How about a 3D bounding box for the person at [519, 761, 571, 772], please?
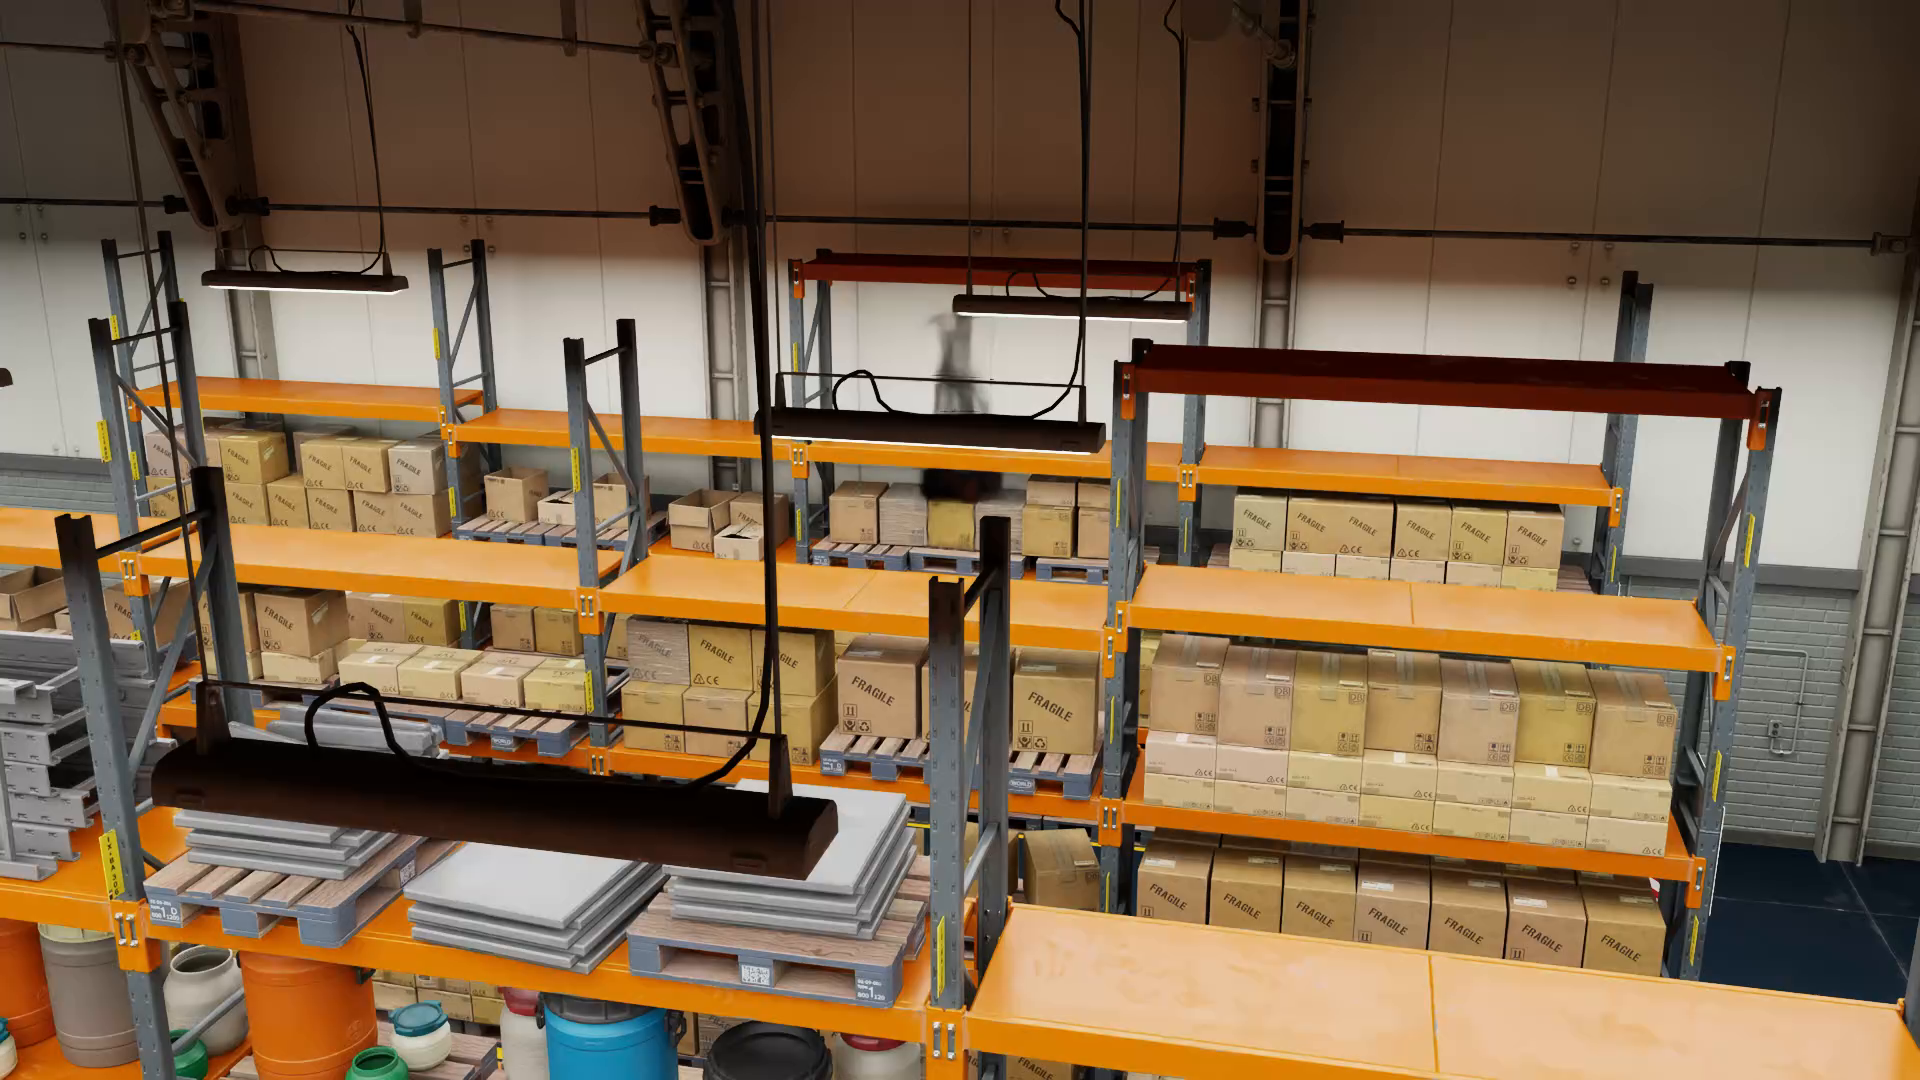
[{"bbox_3d":[-4.132,2.466,16.957,0.942,1.718,0.650,0,16,1],"label":"person"}]
